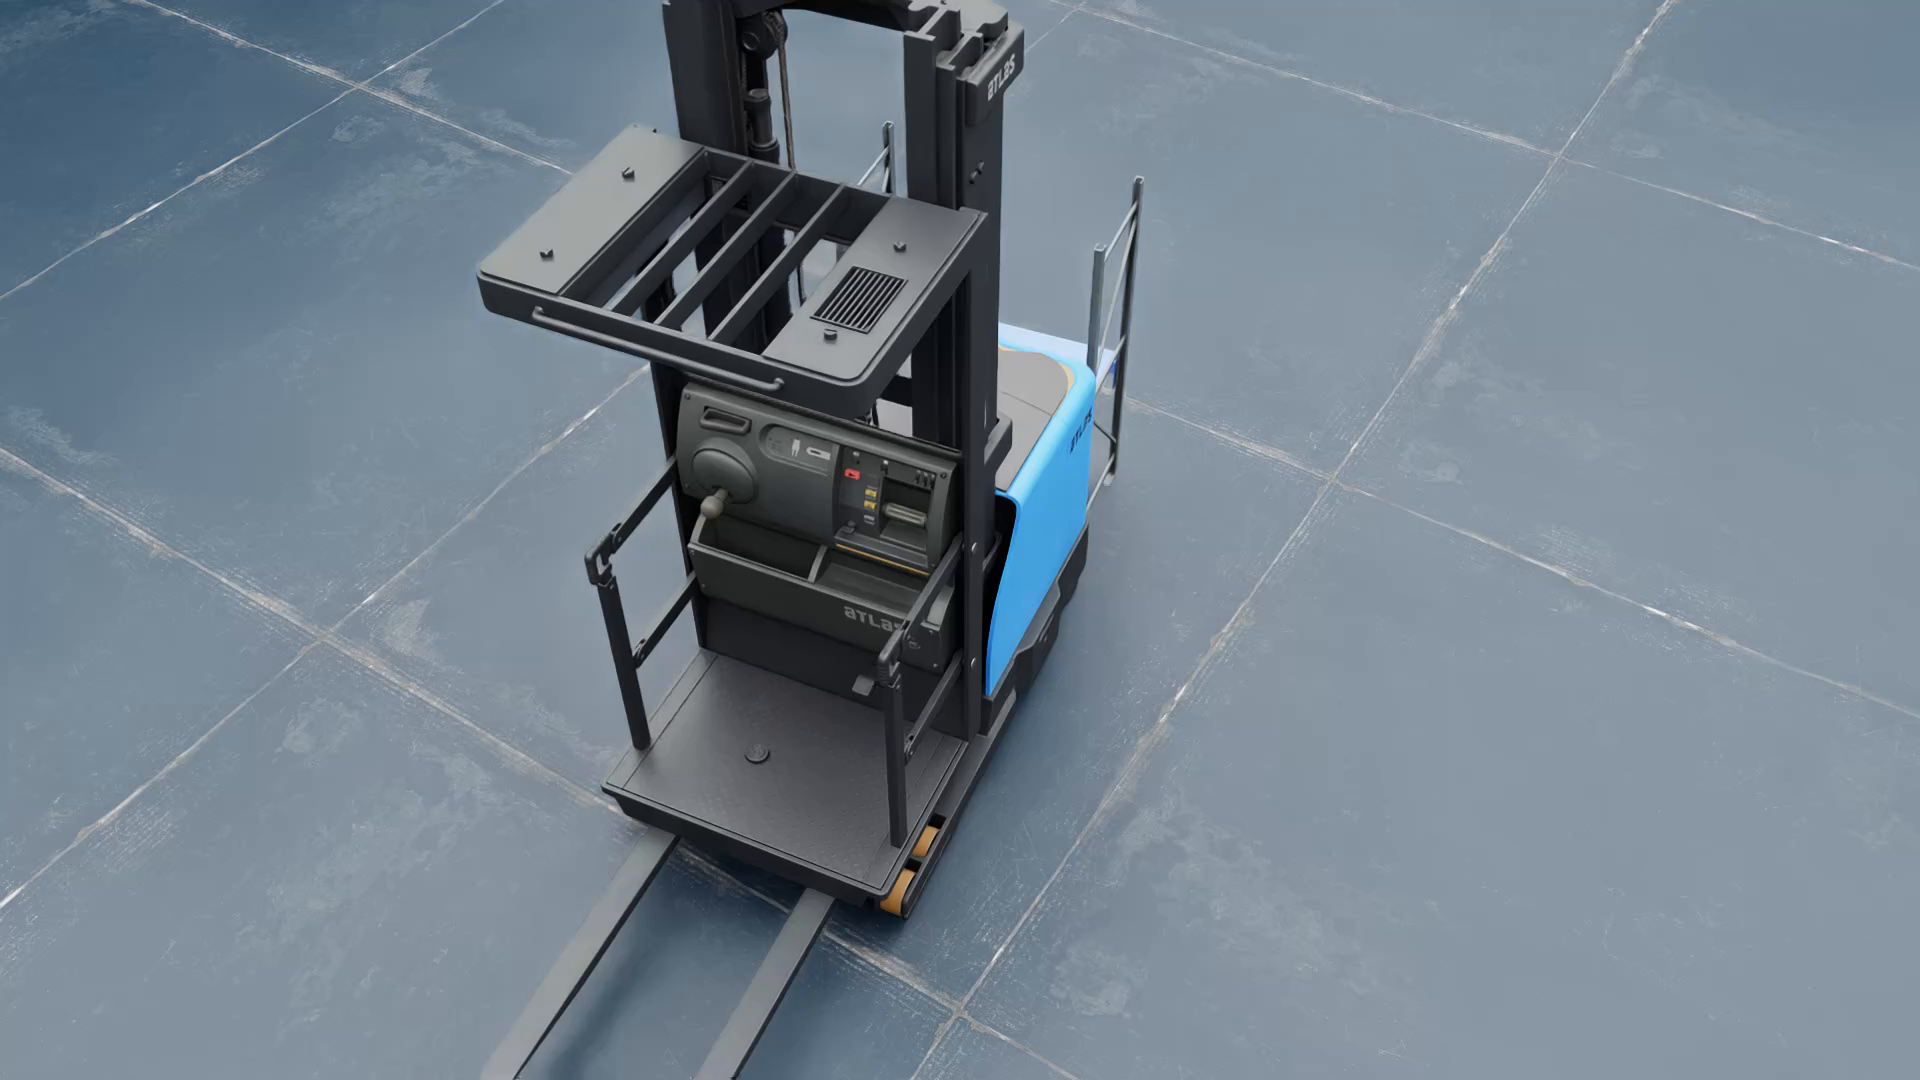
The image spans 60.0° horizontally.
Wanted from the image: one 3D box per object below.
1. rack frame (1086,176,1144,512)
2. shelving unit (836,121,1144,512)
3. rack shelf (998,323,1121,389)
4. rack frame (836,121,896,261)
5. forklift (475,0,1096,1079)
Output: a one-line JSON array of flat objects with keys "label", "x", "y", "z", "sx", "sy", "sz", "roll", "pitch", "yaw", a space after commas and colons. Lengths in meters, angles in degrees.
[{"label": "rack frame", "x": 0.580, "y": -0.666, "z": 6.573, "sx": 0.032, "sy": 1.500, "sz": 0.500, "roll": 16, "pitch": 48, "yaw": 15}, {"label": "shelving unit", "x": 0.109, "y": -0.802, "z": 6.705, "sx": 1.048, "sy": 1.500, "sz": 0.538, "roll": 16, "pitch": 48, "yaw": 15}, {"label": "rack shelf", "x": 0.109, "y": -0.676, "z": 6.834, "sx": 1.000, "sy": 0.185, "sz": 0.538, "roll": 16, "pitch": 48, "yaw": 15}, {"label": "rack frame", "x": -0.363, "y": -0.937, "z": 6.837, "sx": 0.032, "sy": 1.500, "sz": 0.500, "roll": 16, "pitch": 48, "yaw": 15}, {"label": "forklift", "x": -0.546, "y": -0.092, "z": 5.018, "sx": 1.130, "sy": 2.935, "sz": 3.031, "roll": 18, "pitch": 48, "yaw": 16}]
